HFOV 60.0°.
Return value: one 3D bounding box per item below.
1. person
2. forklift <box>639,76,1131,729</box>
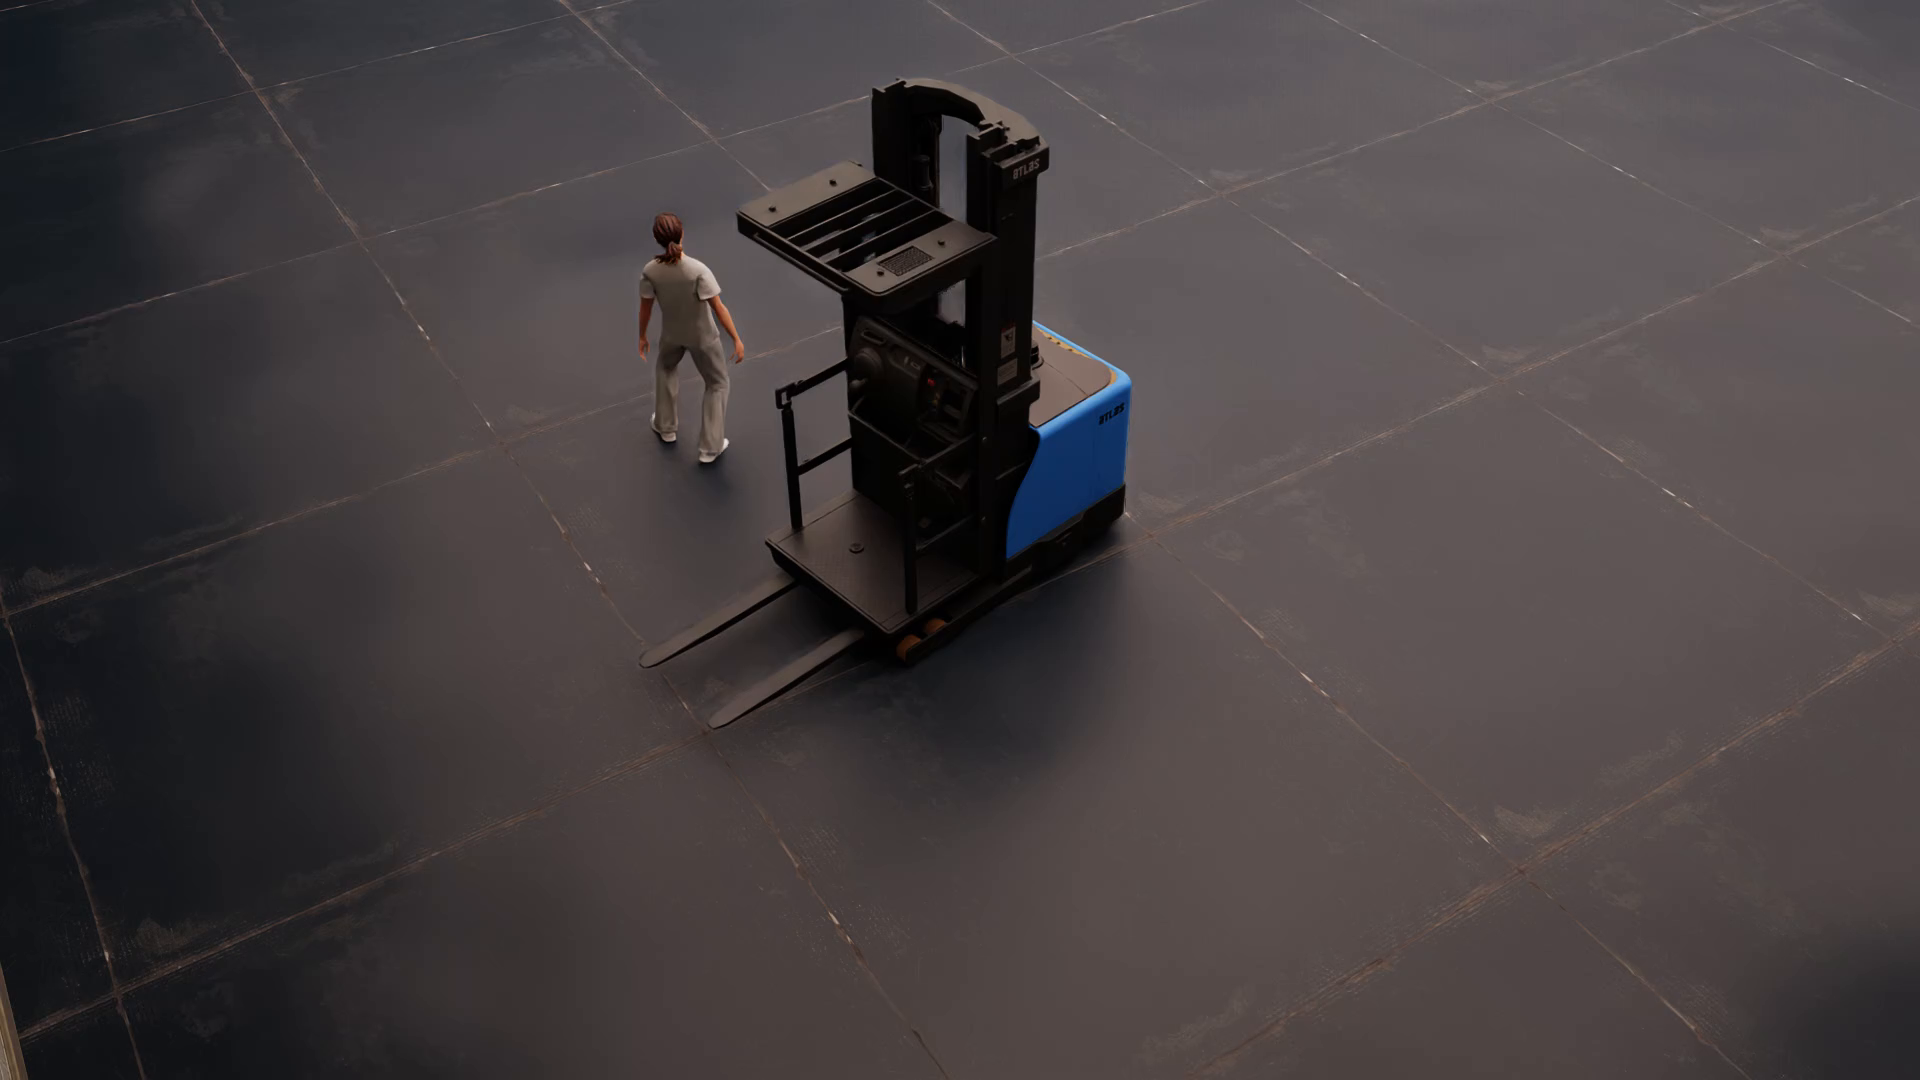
[{"bbox_3d":[-1.700,-1.234,10.312,0.782,1.647,0.444,11,42,12],"label":"person"},{"bbox_3d":[-0.414,-0.798,8.784,3.031,2.935,1.130,-32,50,-31],"label":"forklift"}]
